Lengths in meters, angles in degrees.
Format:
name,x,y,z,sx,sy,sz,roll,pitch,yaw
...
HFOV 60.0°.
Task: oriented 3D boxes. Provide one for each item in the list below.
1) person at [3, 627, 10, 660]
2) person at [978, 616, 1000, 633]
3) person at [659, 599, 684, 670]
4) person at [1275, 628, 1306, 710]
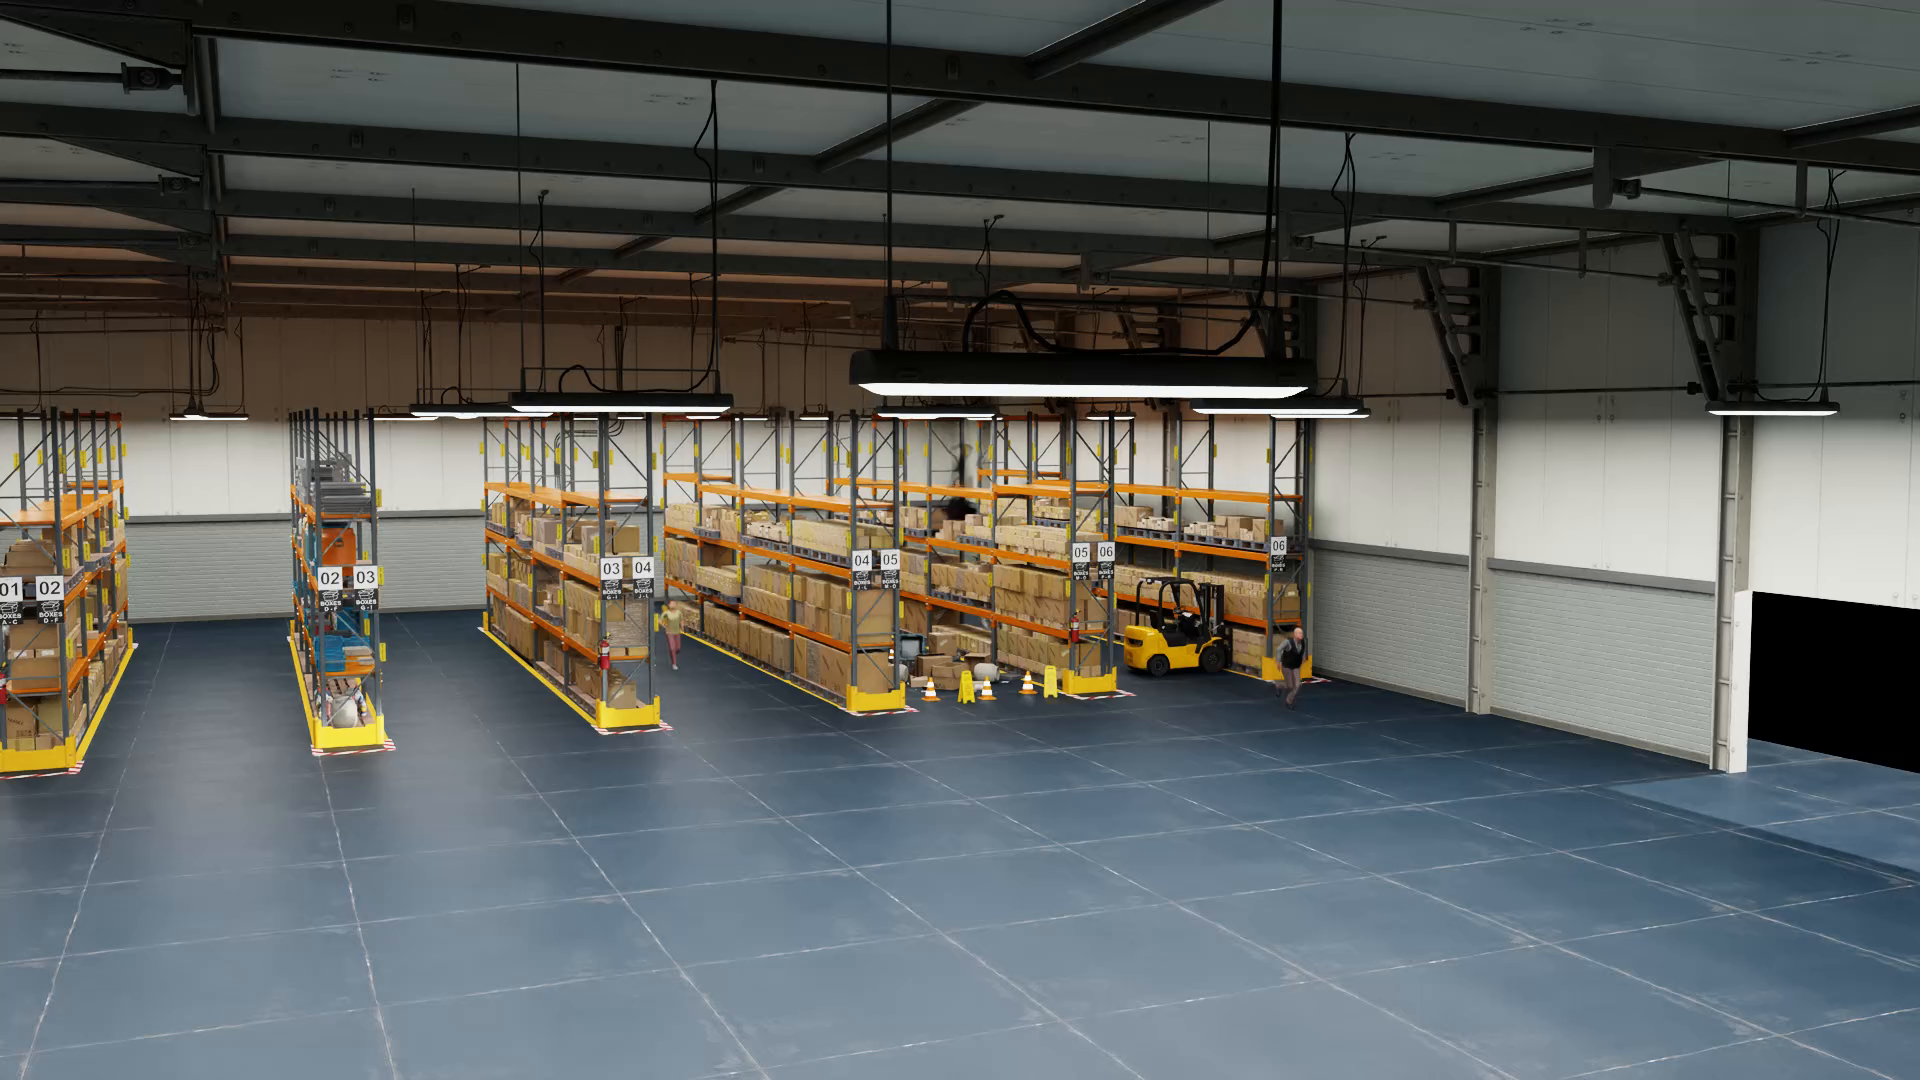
name,x,y,z,sx,sy,sz,roll,pitch,yaw
person,-20.327,2.400,35.020,0.566,1.699,0.852,-2,5,-28
person,0.743,1.701,44.785,0.724,1.794,0.952,-2,4,-24
person,-6.742,2.192,38.938,0.581,1.633,0.599,-2,4,-24
person,6.645,2.578,33.502,0.654,1.650,0.777,-2,5,-30
